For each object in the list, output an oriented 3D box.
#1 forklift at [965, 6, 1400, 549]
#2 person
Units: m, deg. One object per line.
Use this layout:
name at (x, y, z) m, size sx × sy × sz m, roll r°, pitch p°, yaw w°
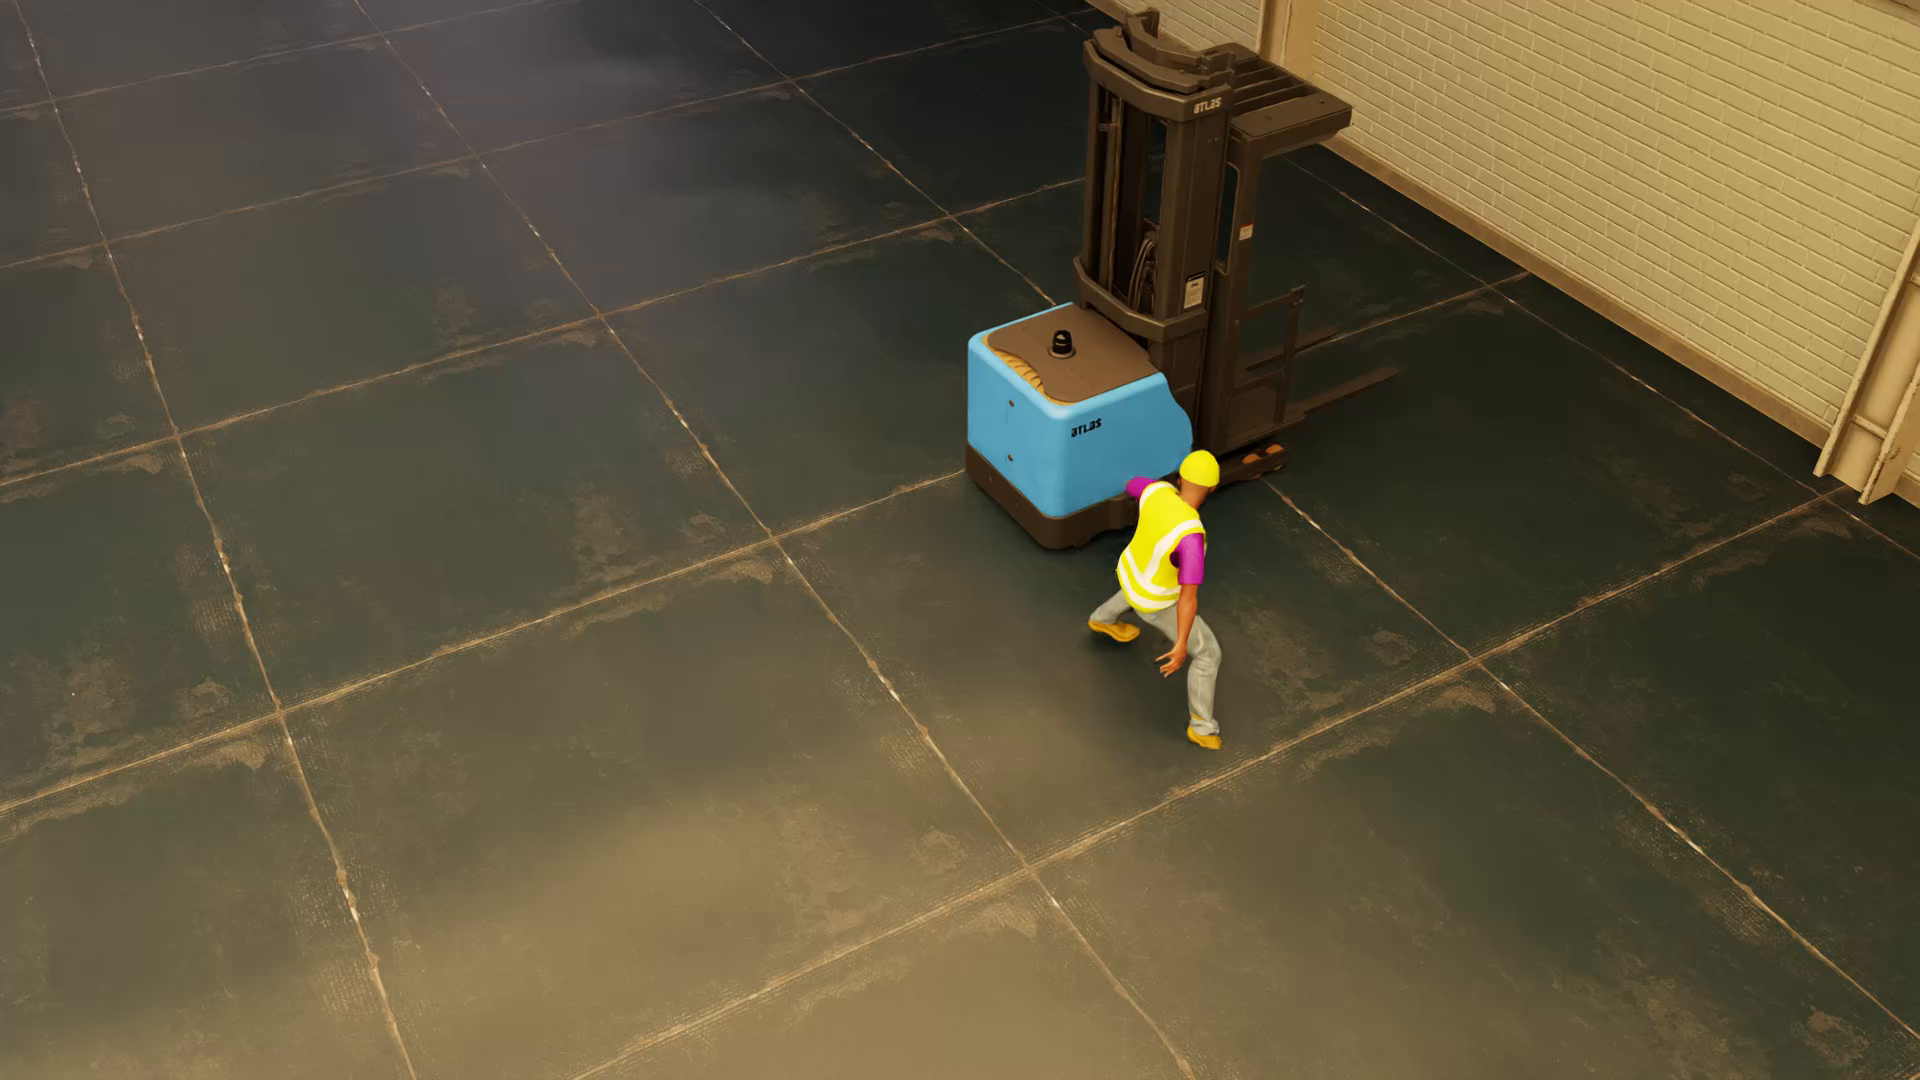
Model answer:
forklift at (1.556, -1.785, 10.188) m, size 3.031 × 2.935 × 1.130 m, roll -22°, pitch 44°, yaw -24°
person at (1.116, 0.280, 8.814) m, size 0.547 × 1.705 × 1.194 m, roll -8°, pitch 40°, yaw -10°
